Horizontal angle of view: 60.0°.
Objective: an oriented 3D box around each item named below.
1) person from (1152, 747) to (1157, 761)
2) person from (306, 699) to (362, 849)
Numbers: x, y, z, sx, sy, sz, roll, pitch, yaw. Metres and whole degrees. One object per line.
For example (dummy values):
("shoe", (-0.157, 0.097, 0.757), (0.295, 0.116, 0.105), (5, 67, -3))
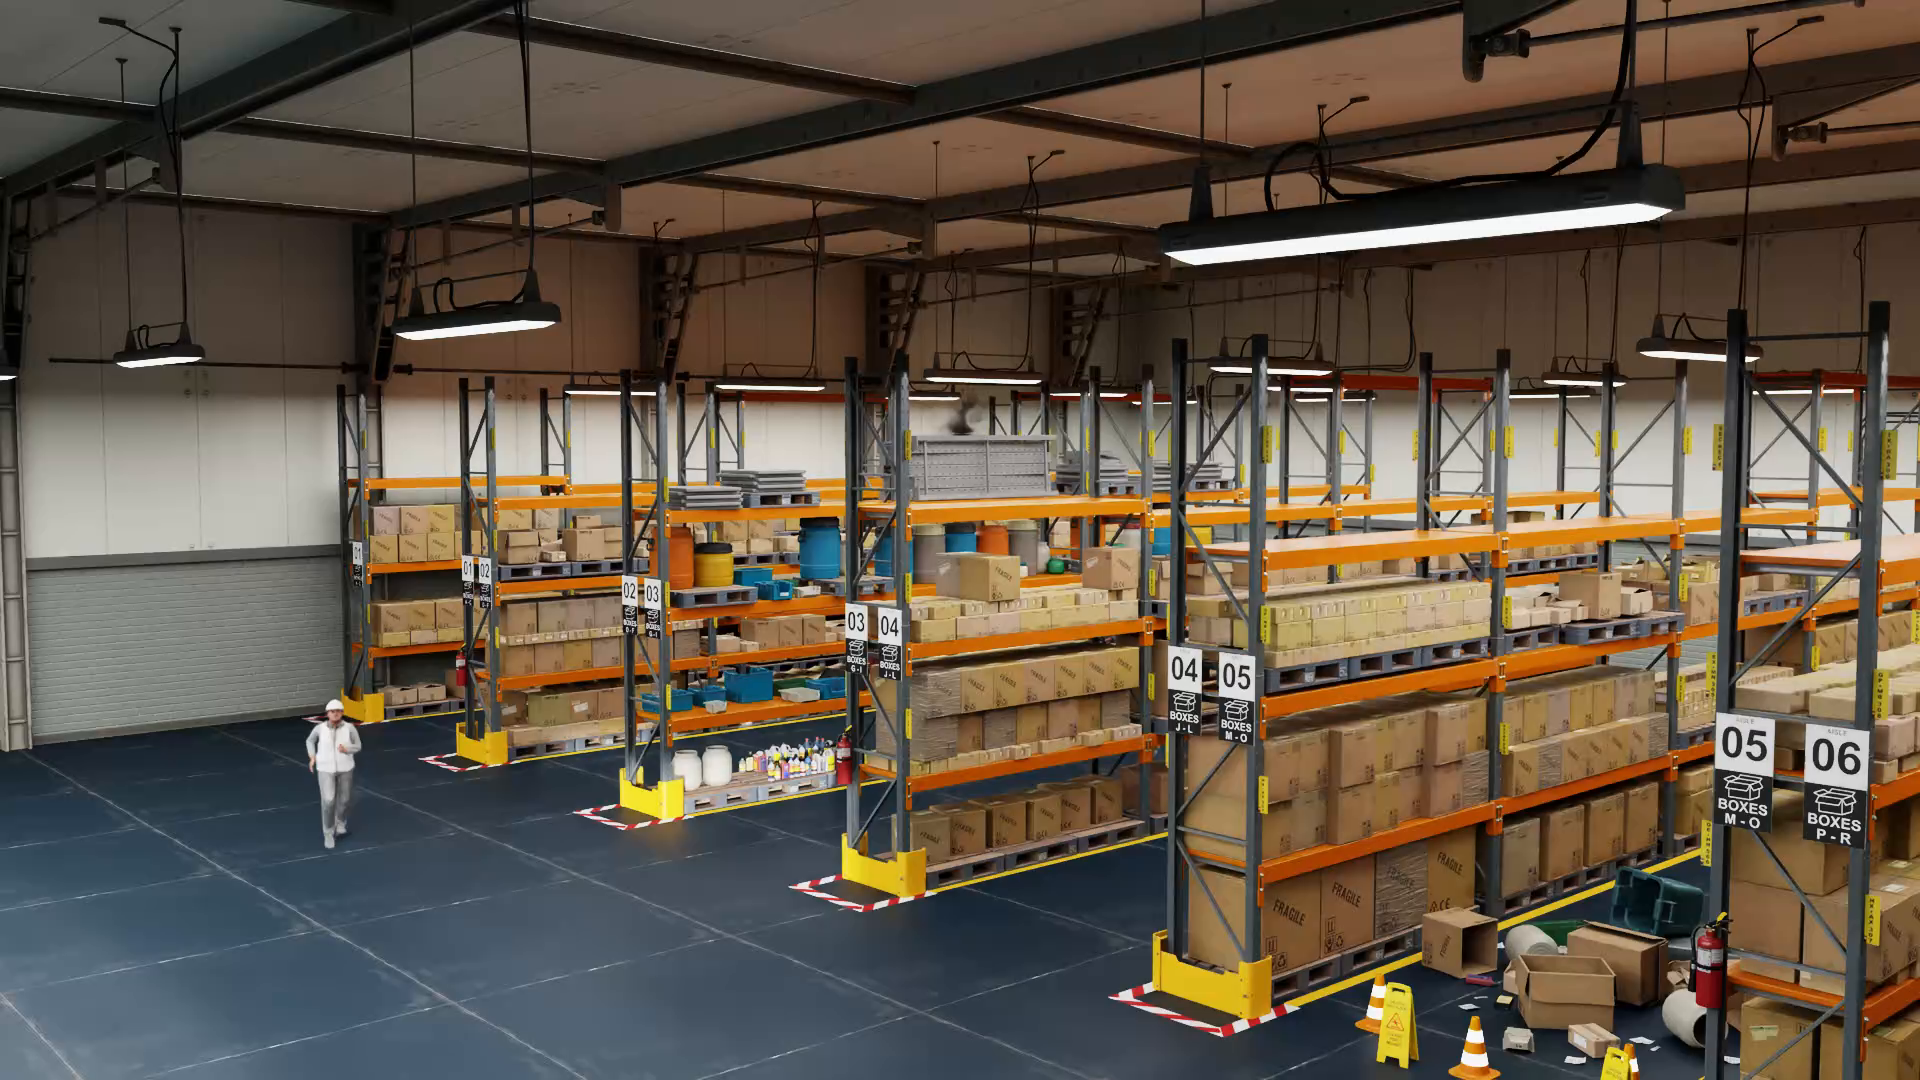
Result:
("person", (2.810, 2.698, 25.549), (0.524, 1.558, 0.537), (3, 5, 40))
("person", (-7.830, 2.912, 20.843), (0.625, 1.833, 0.767), (-2, 4, -26))
